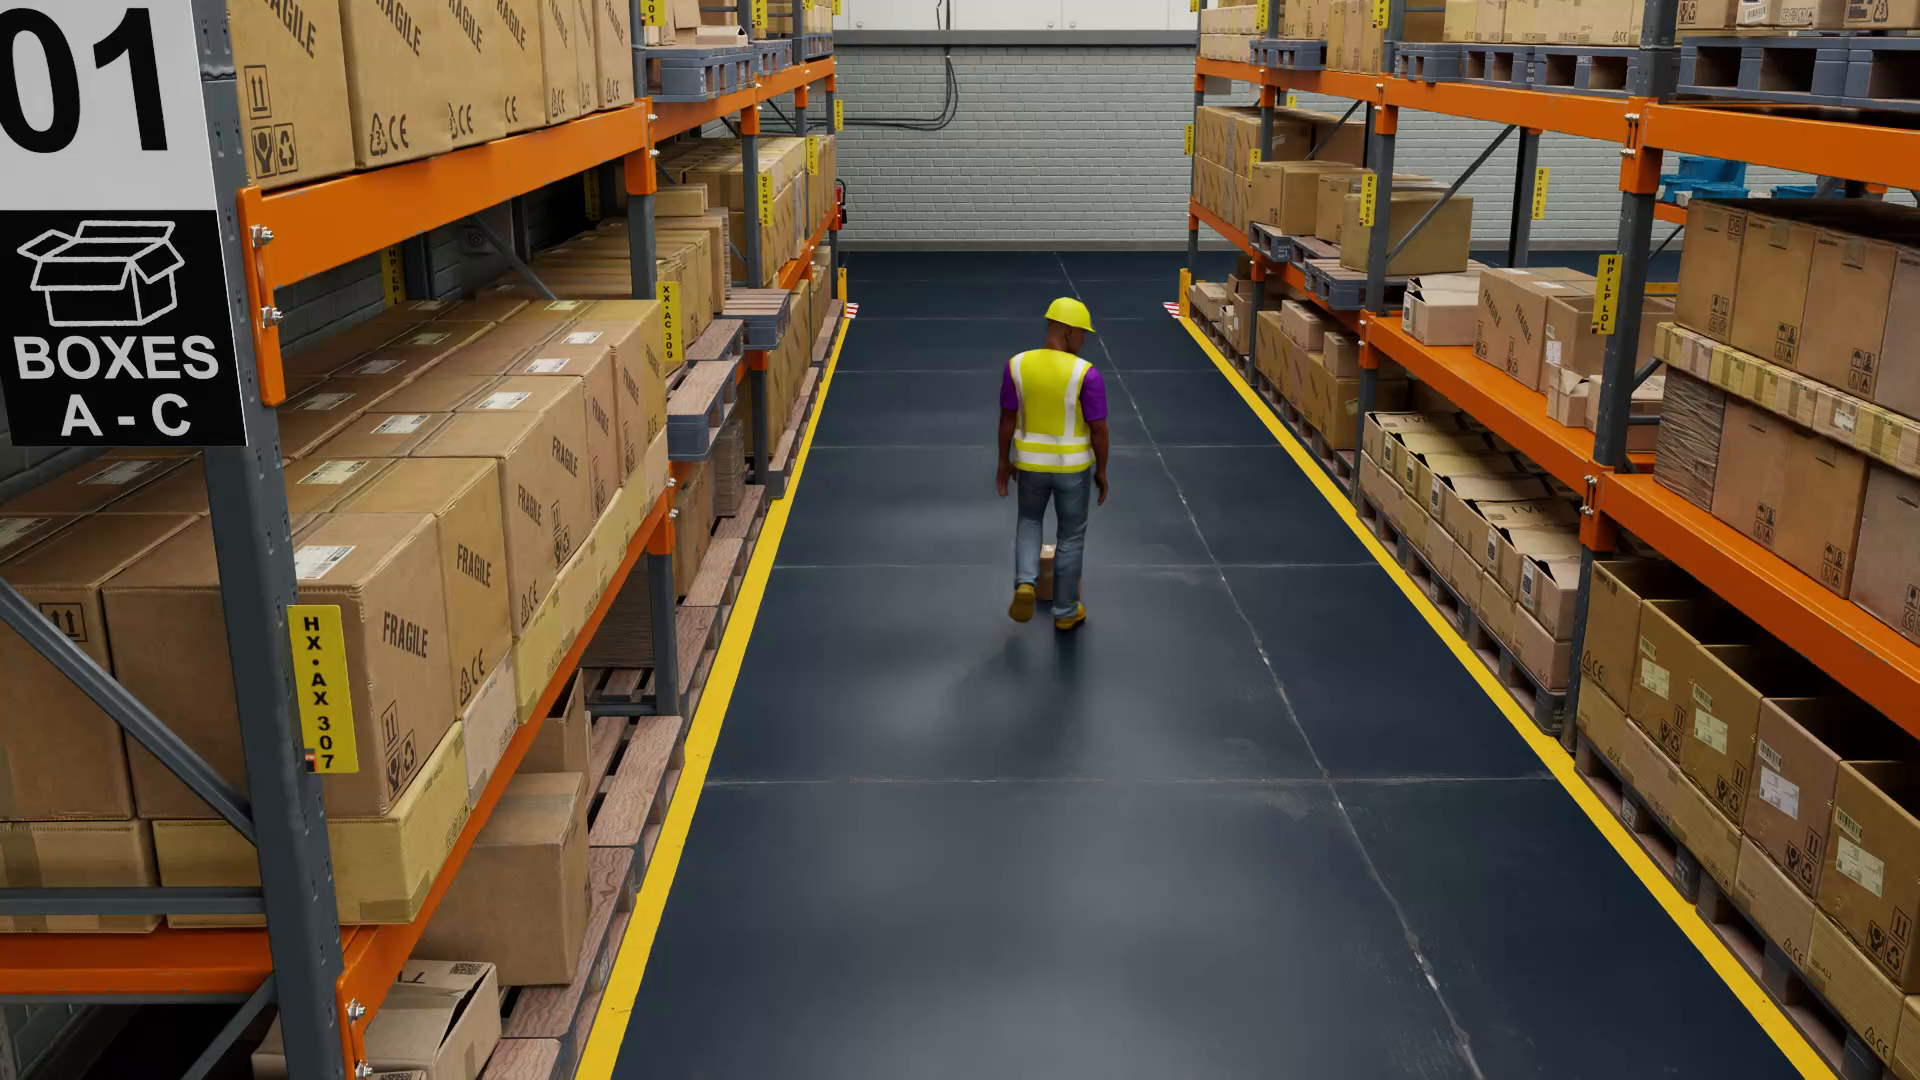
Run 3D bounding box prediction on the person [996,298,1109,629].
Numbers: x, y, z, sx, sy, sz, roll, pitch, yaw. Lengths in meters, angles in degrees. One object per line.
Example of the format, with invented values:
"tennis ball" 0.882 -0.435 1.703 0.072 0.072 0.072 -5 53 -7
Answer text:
"person" 0.501 -0.388 8.699 0.602 1.761 0.494 7 18 21
